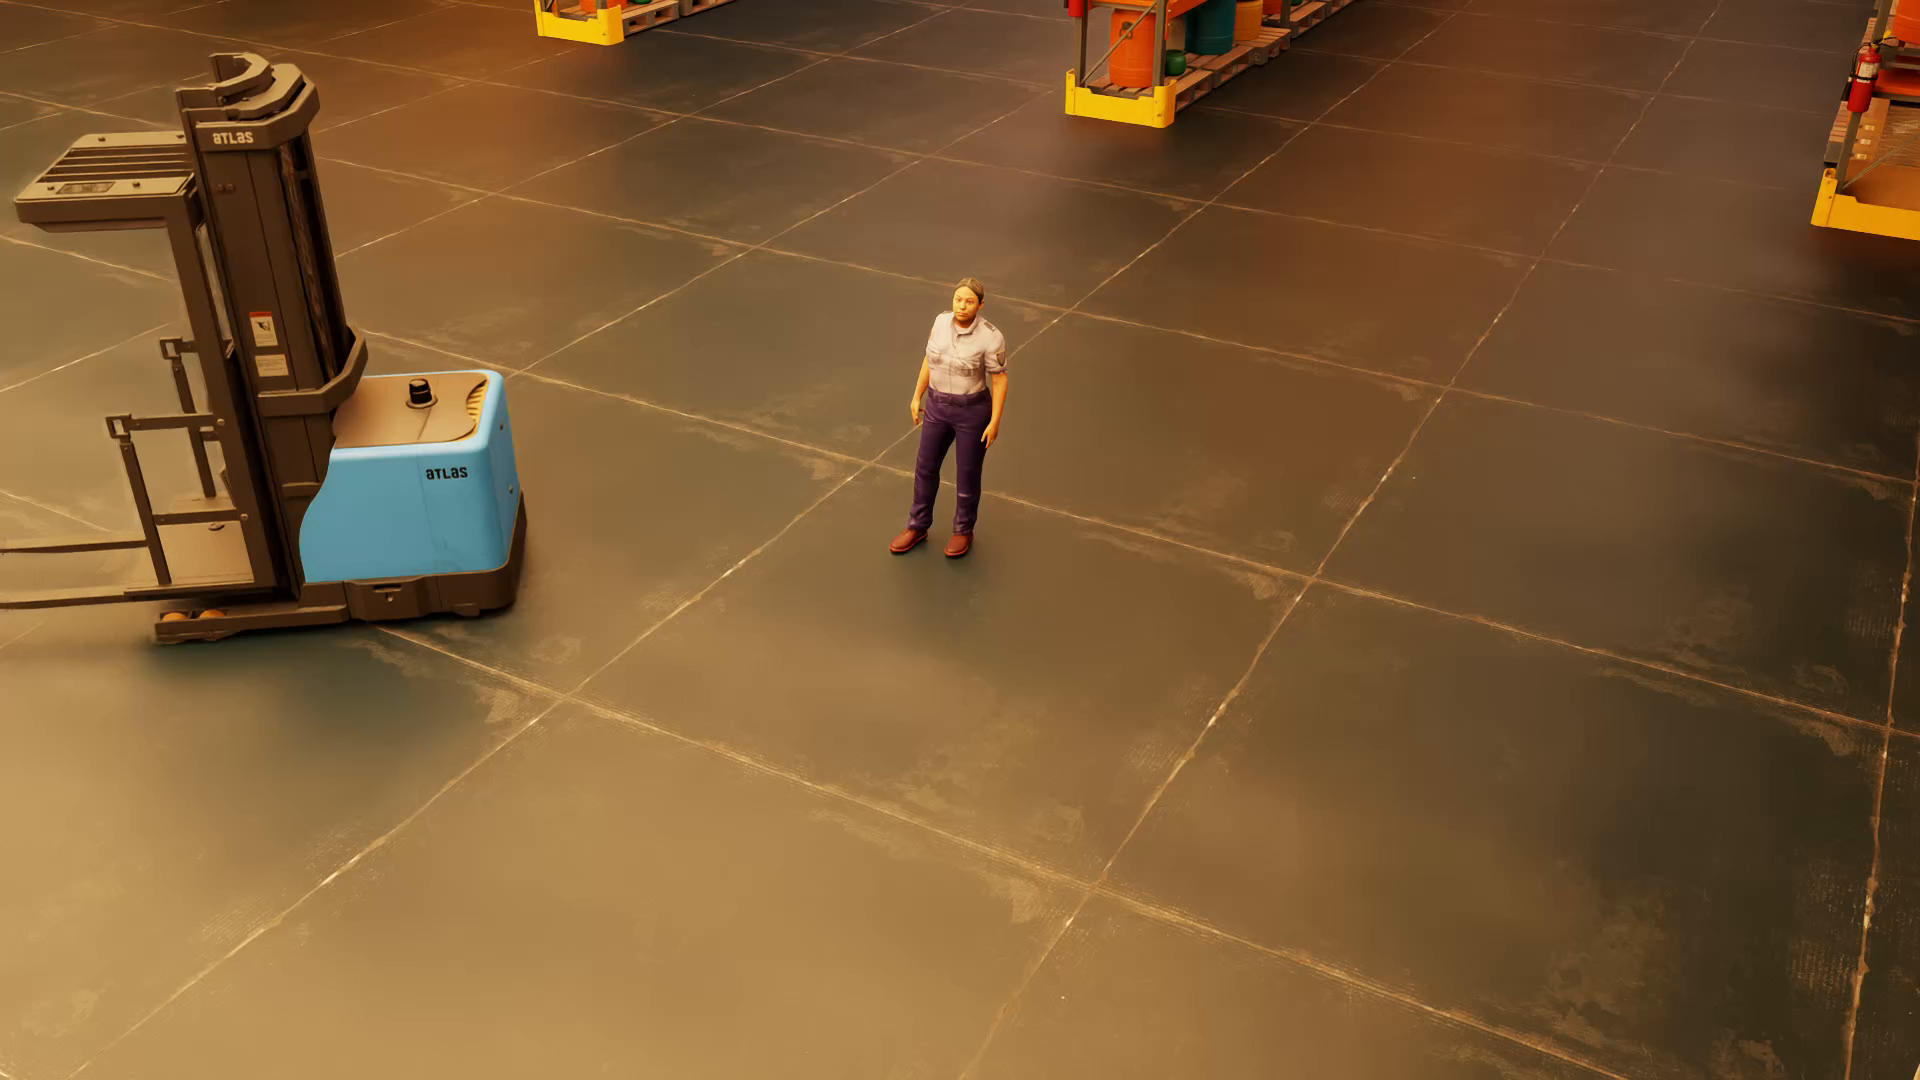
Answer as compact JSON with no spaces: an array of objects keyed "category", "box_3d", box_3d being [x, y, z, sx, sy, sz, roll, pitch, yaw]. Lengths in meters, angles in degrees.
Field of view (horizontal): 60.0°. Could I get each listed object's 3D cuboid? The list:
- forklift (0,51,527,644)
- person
[{"category":"forklift","box_3d":[-4.050,-0.989,8.784,3.031,2.935,1.130,-4,30,-7]},{"category":"person","box_3d":[-0.064,-0.686,9.529,0.598,1.651,0.502,15,33,25]}]
